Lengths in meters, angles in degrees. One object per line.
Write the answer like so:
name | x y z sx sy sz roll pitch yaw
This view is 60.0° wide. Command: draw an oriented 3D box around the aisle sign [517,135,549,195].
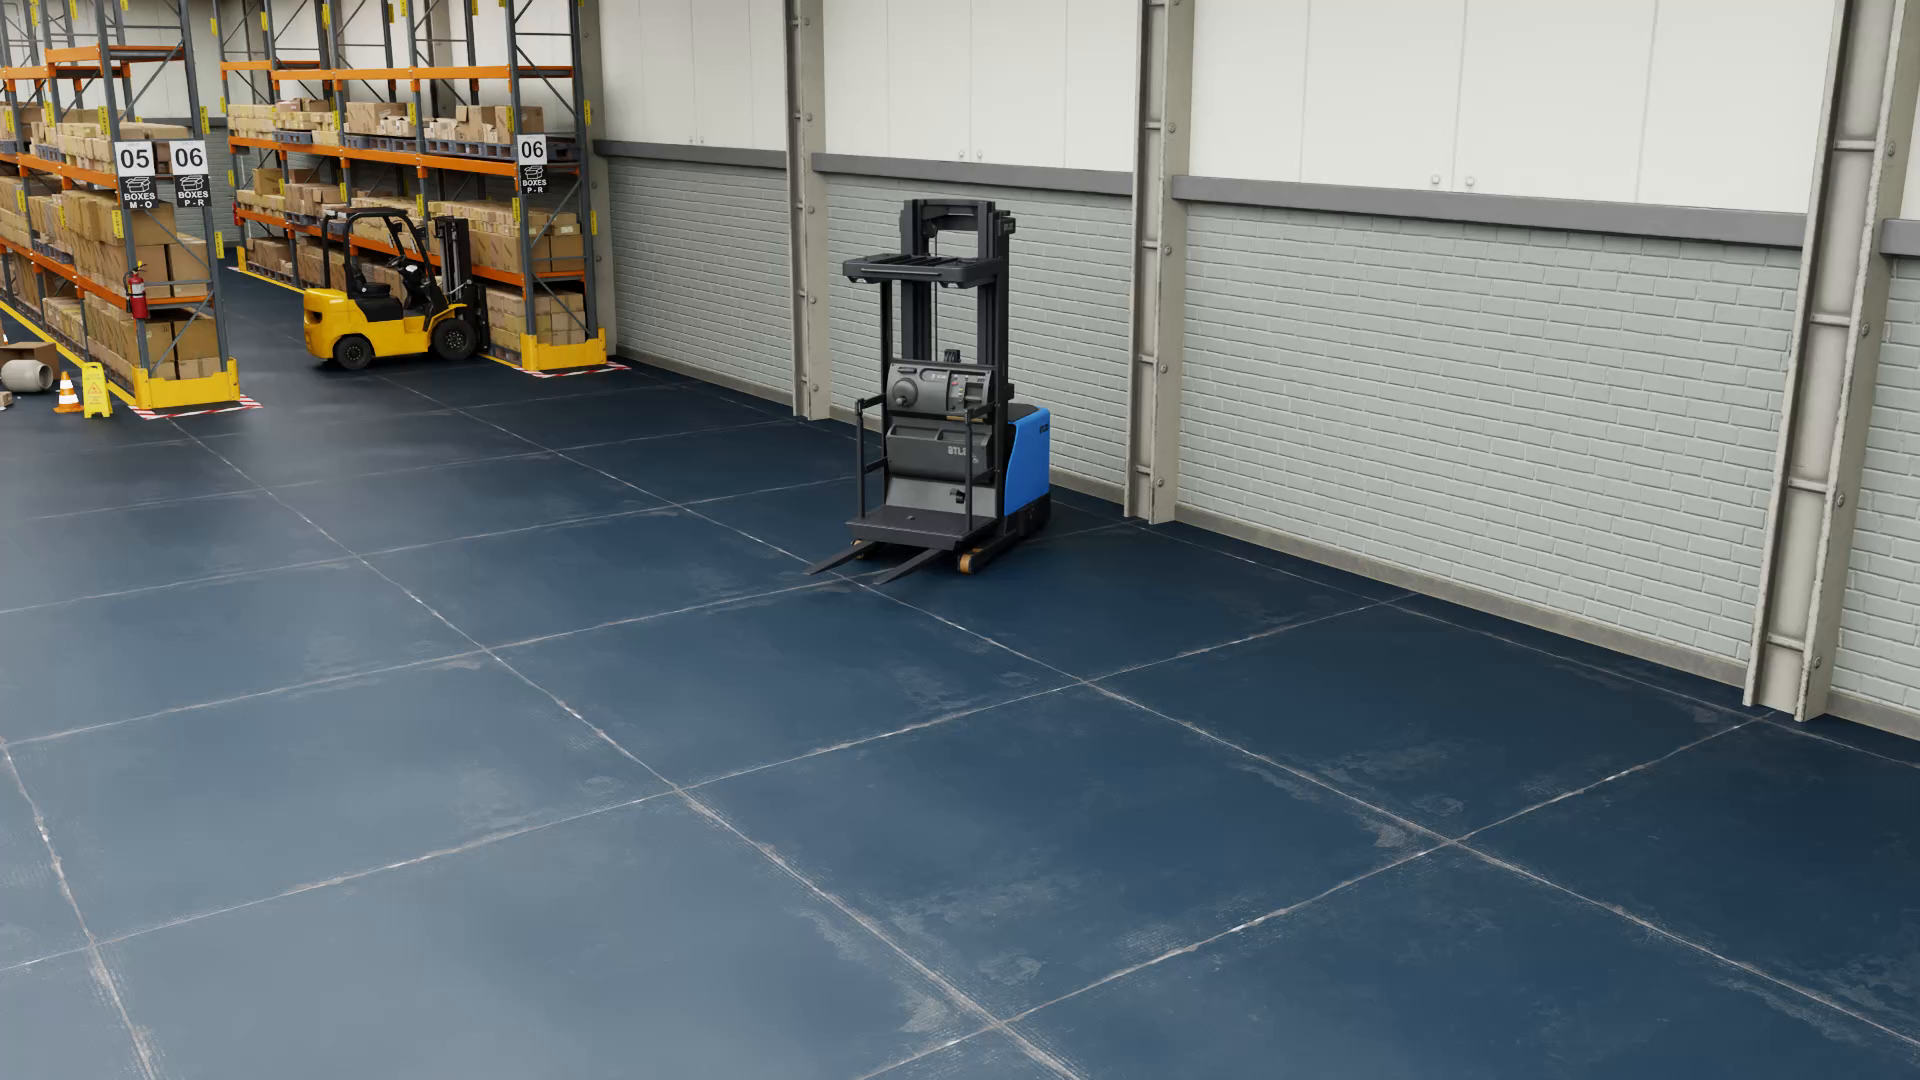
aisle sign | -5.821 -5.122 22.682 0.394 0.787 0.004 -11 19 -35

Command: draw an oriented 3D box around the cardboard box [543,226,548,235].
cardboard box | -5.808 -4.444 23.712 0.380 0.149 0.250 -11 19 -35

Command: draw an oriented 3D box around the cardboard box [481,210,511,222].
cardboard box | -6.678 -4.678 24.005 0.380 0.149 0.250 -10 18 -33

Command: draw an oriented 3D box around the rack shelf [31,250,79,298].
rack shelf | -13.163 -4.090 25.201 1.077 0.370 4.000 -11 19 -35

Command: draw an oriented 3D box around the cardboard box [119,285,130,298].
cardboard box | -10.267 -3.118 20.763 0.380 0.149 0.250 -11 19 -35

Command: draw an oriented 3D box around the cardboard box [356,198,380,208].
cardboard box | -10.219 -5.826 28.762 0.380 0.149 0.250 -10 18 -33

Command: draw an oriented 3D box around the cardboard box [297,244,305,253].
cardboard box | -12.682 -5.682 32.363 0.380 0.149 0.250 -10 18 -32

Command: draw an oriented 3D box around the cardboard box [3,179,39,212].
cardboard box | -15.741 -5.789 27.962 0.500 0.500 0.500 -11 19 -35

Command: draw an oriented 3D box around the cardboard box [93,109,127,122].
cardboard box | -12.308 -6.120 24.114 0.500 0.250 0.500 -11 19 -36

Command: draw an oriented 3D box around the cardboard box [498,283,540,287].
cardboard box | -6.630 -3.743 25.088 0.500 0.250 0.500 -11 19 -36

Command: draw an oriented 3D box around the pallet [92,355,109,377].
pallet | -11.564 -2.527 23.410 1.003 0.211 1.213 -11 19 -35

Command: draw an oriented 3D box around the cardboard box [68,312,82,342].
cardboard box | -12.723 -3.210 24.804 0.950 0.372 0.625 -10 18 -31

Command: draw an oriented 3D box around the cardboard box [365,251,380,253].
cardboard box | -10.811 -5.279 30.893 0.380 0.149 0.250 -12 19 -37

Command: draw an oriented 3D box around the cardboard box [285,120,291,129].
cardboard box | -12.392 -7.774 31.106 0.380 0.149 0.250 -11 19 -34

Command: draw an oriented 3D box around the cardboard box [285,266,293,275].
cardboard box | -13.243 -5.391 33.194 0.380 0.149 0.250 -12 19 -36

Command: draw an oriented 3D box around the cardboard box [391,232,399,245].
cardboard box | -9.049 -4.993 27.422 0.500 0.250 0.500 -11 19 -34

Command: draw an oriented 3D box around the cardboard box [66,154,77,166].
cardboard box | -11.895 -5.166 22.563 0.380 0.149 0.250 -11 19 -34

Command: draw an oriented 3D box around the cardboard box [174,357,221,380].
cardboard box | -9.886 -2.248 21.519 0.500 0.250 0.500 -11 19 -35

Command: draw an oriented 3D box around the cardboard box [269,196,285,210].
cardboard box | -13.481 -6.736 33.227 0.500 0.250 0.500 -11 19 -34

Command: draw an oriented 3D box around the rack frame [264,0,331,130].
rack frame | -12.678 -9.383 31.813 1.000 3.000 0.127 -11 19 -35

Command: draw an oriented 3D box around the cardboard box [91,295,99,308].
cardboard box | -11.530 -3.248 22.524 0.380 0.149 0.250 -10 18 -32

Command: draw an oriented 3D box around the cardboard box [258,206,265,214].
cardboard box | -14.170 -6.774 34.120 0.380 0.149 0.250 -10 18 -33

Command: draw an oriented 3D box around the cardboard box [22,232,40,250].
cardboard box | -14.846 -4.860 26.934 0.500 0.250 0.500 -12 19 -36

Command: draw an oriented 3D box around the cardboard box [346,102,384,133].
cardboard box | -10.097 -7.189 28.303 0.500 0.500 0.500 -11 19 -34

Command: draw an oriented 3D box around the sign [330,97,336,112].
sign | -12.231 -8.463 32.406 0.100 0.325 0.005 -11 19 -35

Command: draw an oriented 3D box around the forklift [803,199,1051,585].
forklift | -0.265 -1.265 13.645 1.130 2.935 3.031 7 17 24

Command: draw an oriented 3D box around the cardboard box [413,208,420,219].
cardboard box | -8.521 -5.233 26.596 0.380 0.149 0.250 -11 19 -35

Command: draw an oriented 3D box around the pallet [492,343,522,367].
pallet | -6.106 -2.739 24.184 1.003 0.211 1.213 -11 19 -35

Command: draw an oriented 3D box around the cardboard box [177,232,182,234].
cardboard box | -10.603 -3.818 22.091 0.500 0.500 0.500 -11 19 -36

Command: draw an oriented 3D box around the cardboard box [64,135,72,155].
cardboard box | -11.639 -5.283 22.235 0.500 0.250 0.500 -11 19 -35

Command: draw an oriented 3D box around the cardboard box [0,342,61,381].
cardboard box | -12.458 -2.366 22.268 0.500 0.500 0.500 1 15 4

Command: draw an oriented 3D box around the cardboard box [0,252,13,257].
cardboard box | -18.574 -5.414 32.733 0.875 0.438 0.875 -12 19 -36

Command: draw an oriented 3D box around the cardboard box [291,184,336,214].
cardboard box | -12.270 -6.492 31.628 0.700 0.500 0.500 -11 19 -34

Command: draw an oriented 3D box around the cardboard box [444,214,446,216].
cardboard box | -7.670 -4.927 25.478 0.380 0.149 0.250 -11 19 -35

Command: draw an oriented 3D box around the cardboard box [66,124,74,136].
cardboard box | -11.608 -5.433 22.029 0.380 0.149 0.250 -11 19 -35

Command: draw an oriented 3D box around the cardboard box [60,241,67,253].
cardboard box | -12.834 -4.267 24.165 0.380 0.149 0.250 -11 19 -35

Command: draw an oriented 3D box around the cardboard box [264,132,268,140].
cardboard box | -13.561 -8.011 32.957 0.380 0.149 0.250 -11 19 -35

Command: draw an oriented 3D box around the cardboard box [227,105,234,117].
cardboard box | -14.972 -8.969 34.756 0.500 0.250 0.500 -11 19 -35

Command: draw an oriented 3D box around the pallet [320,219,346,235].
pallet | -10.781 -5.677 29.999 1.213 0.211 1.003 -11 19 -35

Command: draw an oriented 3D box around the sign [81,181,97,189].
sign | -20.314 -8.143 38.826 0.329 0.494 0.001 -11 19 -35

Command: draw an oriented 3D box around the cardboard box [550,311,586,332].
cardboard box | -5.731 -3.177 23.969 0.500 0.250 0.500 -10 18 -34

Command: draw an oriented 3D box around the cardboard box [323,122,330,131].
cardboard box | -11.181 -7.405 29.798 0.380 0.149 0.250 -11 19 -35

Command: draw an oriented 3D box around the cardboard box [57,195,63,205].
cardboard box | -12.857 -4.926 24.115 0.380 0.149 0.250 -12 19 -36

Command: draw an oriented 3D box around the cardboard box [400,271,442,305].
cardboard box | -8.740 -4.115 27.632 0.875 0.625 0.625 -11 19 -35

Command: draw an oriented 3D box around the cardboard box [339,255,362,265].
cardboard box | -11.007 -5.065 30.110 0.380 0.149 0.250 -12 19 -37

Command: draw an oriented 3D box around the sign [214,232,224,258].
sign | -9.196 -3.658 20.619 0.100 0.325 0.005 -11 19 -35

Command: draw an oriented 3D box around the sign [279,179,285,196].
sign | -13.112 -6.821 32.177 0.100 0.325 0.005 -11 19 -35

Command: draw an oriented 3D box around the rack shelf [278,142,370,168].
rack shelf | -11.502 -7.162 30.744 1.077 0.370 4.000 -11 19 -35

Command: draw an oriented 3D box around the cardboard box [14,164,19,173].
cardboard box | -17.015 -6.770 30.316 0.380 0.149 0.250 -11 19 -35

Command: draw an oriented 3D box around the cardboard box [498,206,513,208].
cardboard box | -6.692 -4.927 24.915 0.380 0.149 0.250 -10 18 -33

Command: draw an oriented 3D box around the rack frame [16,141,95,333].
rack frame | -14.339 -4.864 26.666 1.000 3.000 0.127 -11 19 -35
